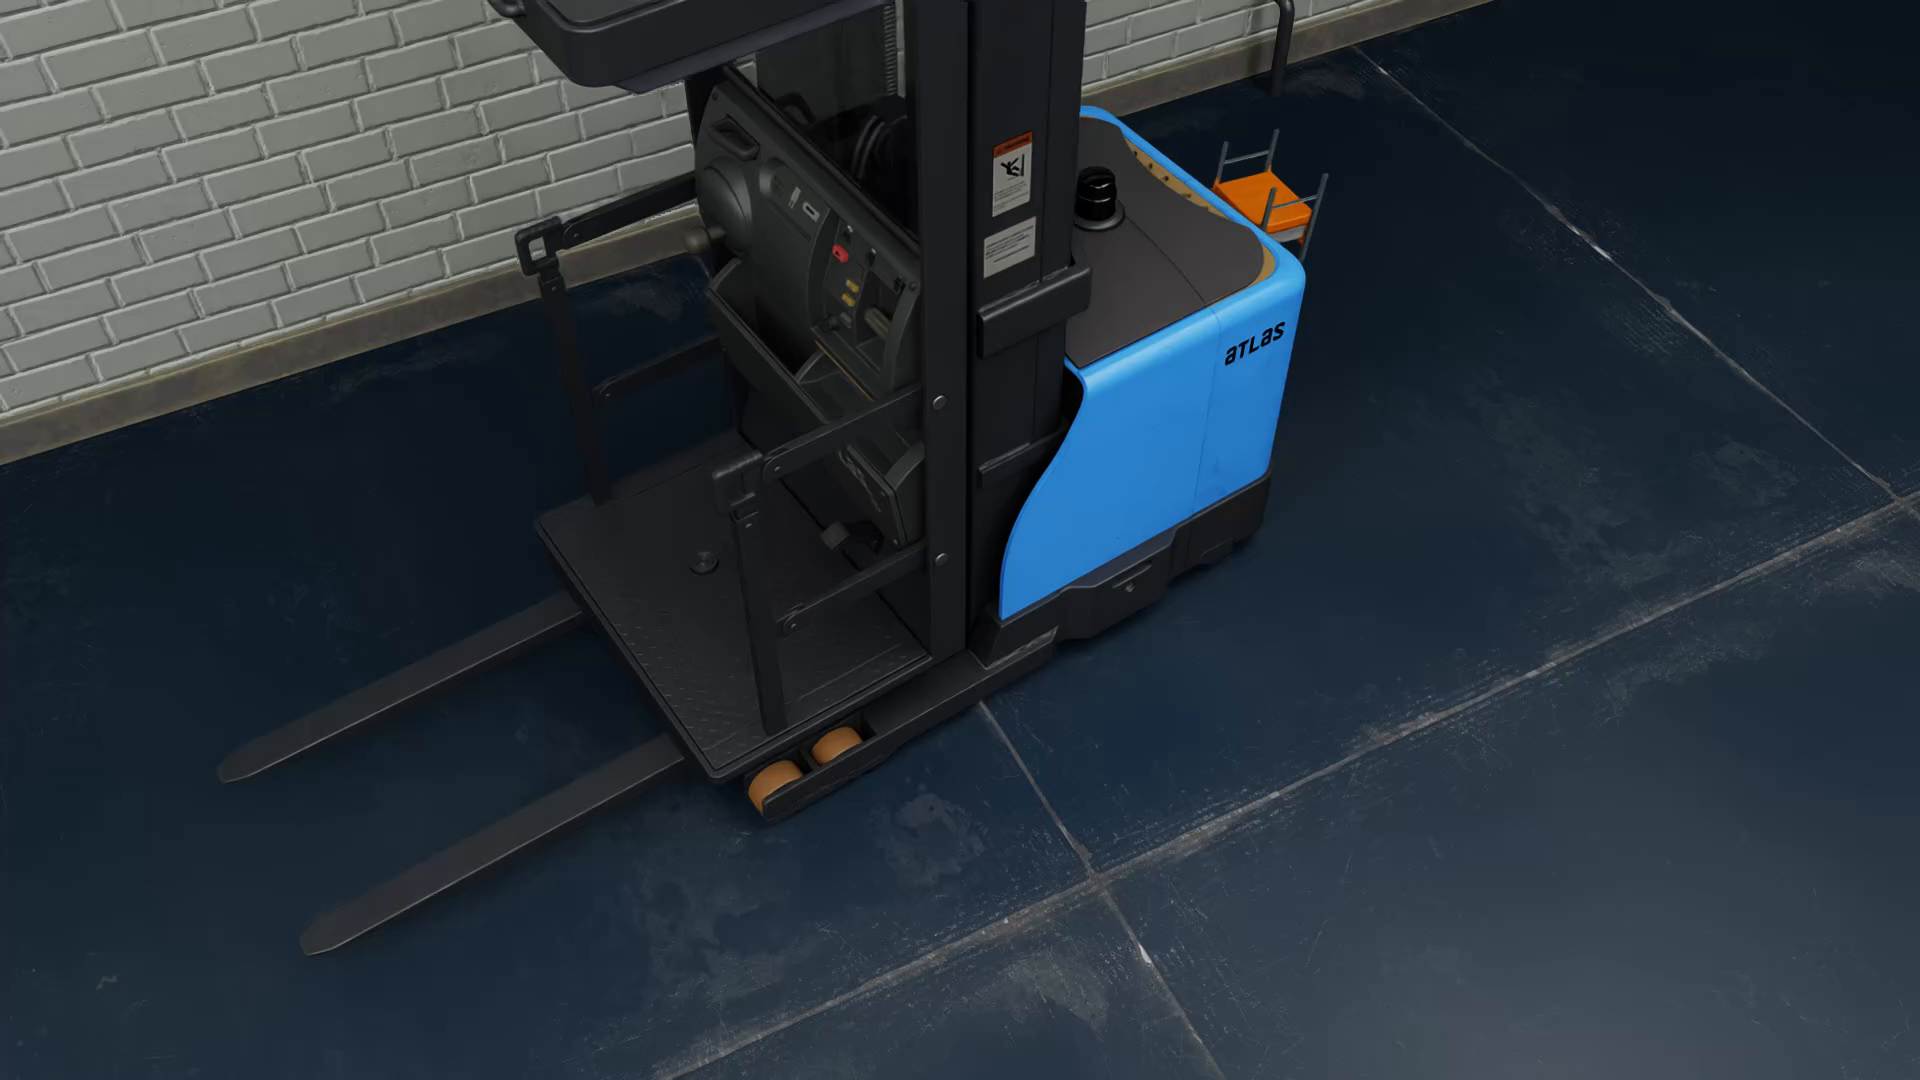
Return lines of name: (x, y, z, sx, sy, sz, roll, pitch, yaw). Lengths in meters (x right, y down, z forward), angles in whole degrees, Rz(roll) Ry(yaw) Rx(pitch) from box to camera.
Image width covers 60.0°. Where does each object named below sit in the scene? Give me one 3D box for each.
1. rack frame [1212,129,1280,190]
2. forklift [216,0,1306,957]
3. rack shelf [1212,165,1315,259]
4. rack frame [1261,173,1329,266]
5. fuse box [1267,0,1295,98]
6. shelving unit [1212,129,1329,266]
rack frame: (0.813, -0.826, 5.263, 0.200, 1.050, 0.008, -18, 51, -22)
forklift: (-0.548, -0.656, 3.877, 3.031, 2.935, 1.130, -28, 54, -22)
rack shelf: (0.892, -0.932, 4.995, 0.215, 0.259, 0.240, -18, 51, -22)
rack frame: (0.926, -0.663, 5.121, 0.200, 1.050, 0.008, -18, 51, -22)
fuse box: (1.333, -2.395, 6.208, 0.539, 1.711, 0.414, -21, 52, -18)
shelving unit: (0.870, -0.745, 5.192, 0.215, 1.050, 0.252, -18, 51, -22)
